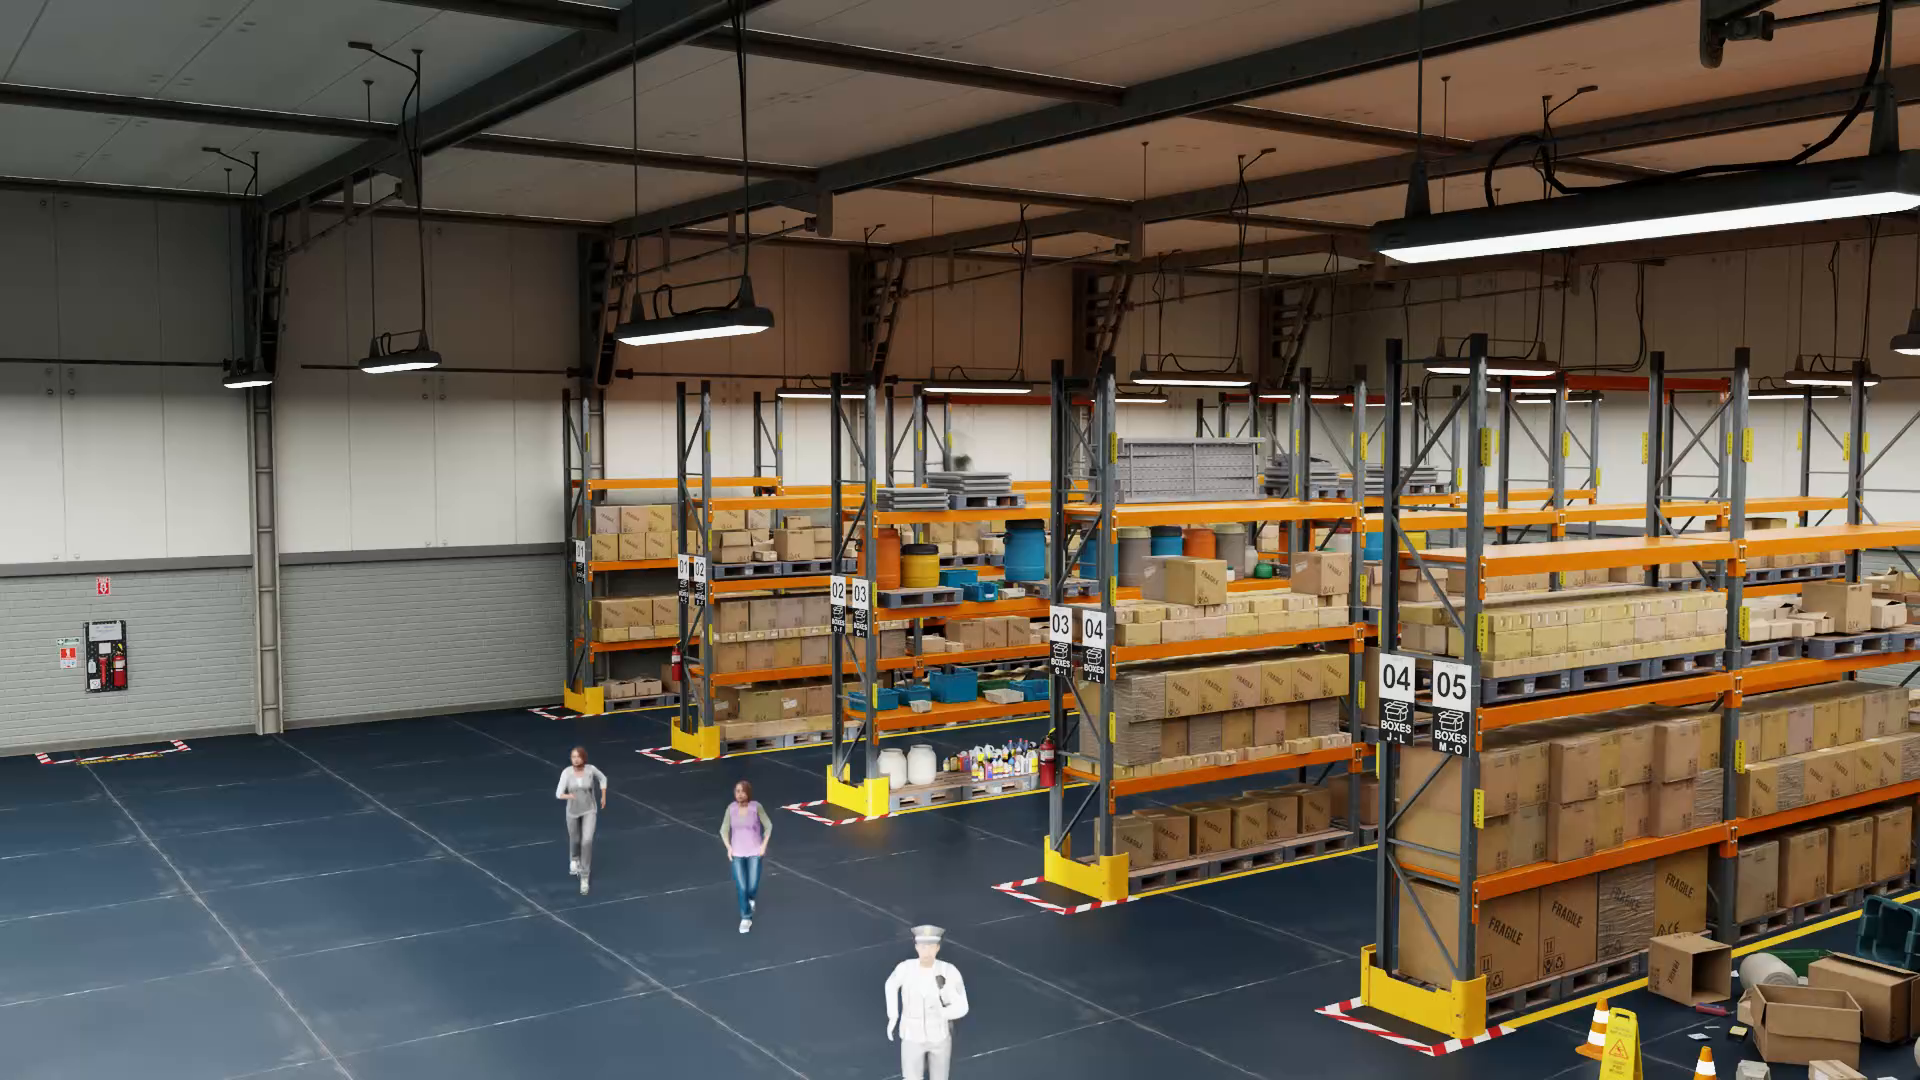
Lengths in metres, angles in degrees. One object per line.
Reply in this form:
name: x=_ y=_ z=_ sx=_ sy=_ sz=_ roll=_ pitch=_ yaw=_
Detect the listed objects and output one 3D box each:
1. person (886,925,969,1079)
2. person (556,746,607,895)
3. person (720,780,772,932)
person: x=-0.236 y=3.554 z=11.747 sx=0.587 sy=1.741 sz=0.808 roll=0 pitch=4 yaw=-2
person: x=-4.314 y=3.146 z=18.985 sx=0.548 sy=1.628 sz=0.851 roll=0 pitch=4 yaw=-7
person: x=-2.234 y=3.280 z=17.343 sx=0.538 sy=1.566 sz=0.496 roll=0 pitch=4 yaw=-1
